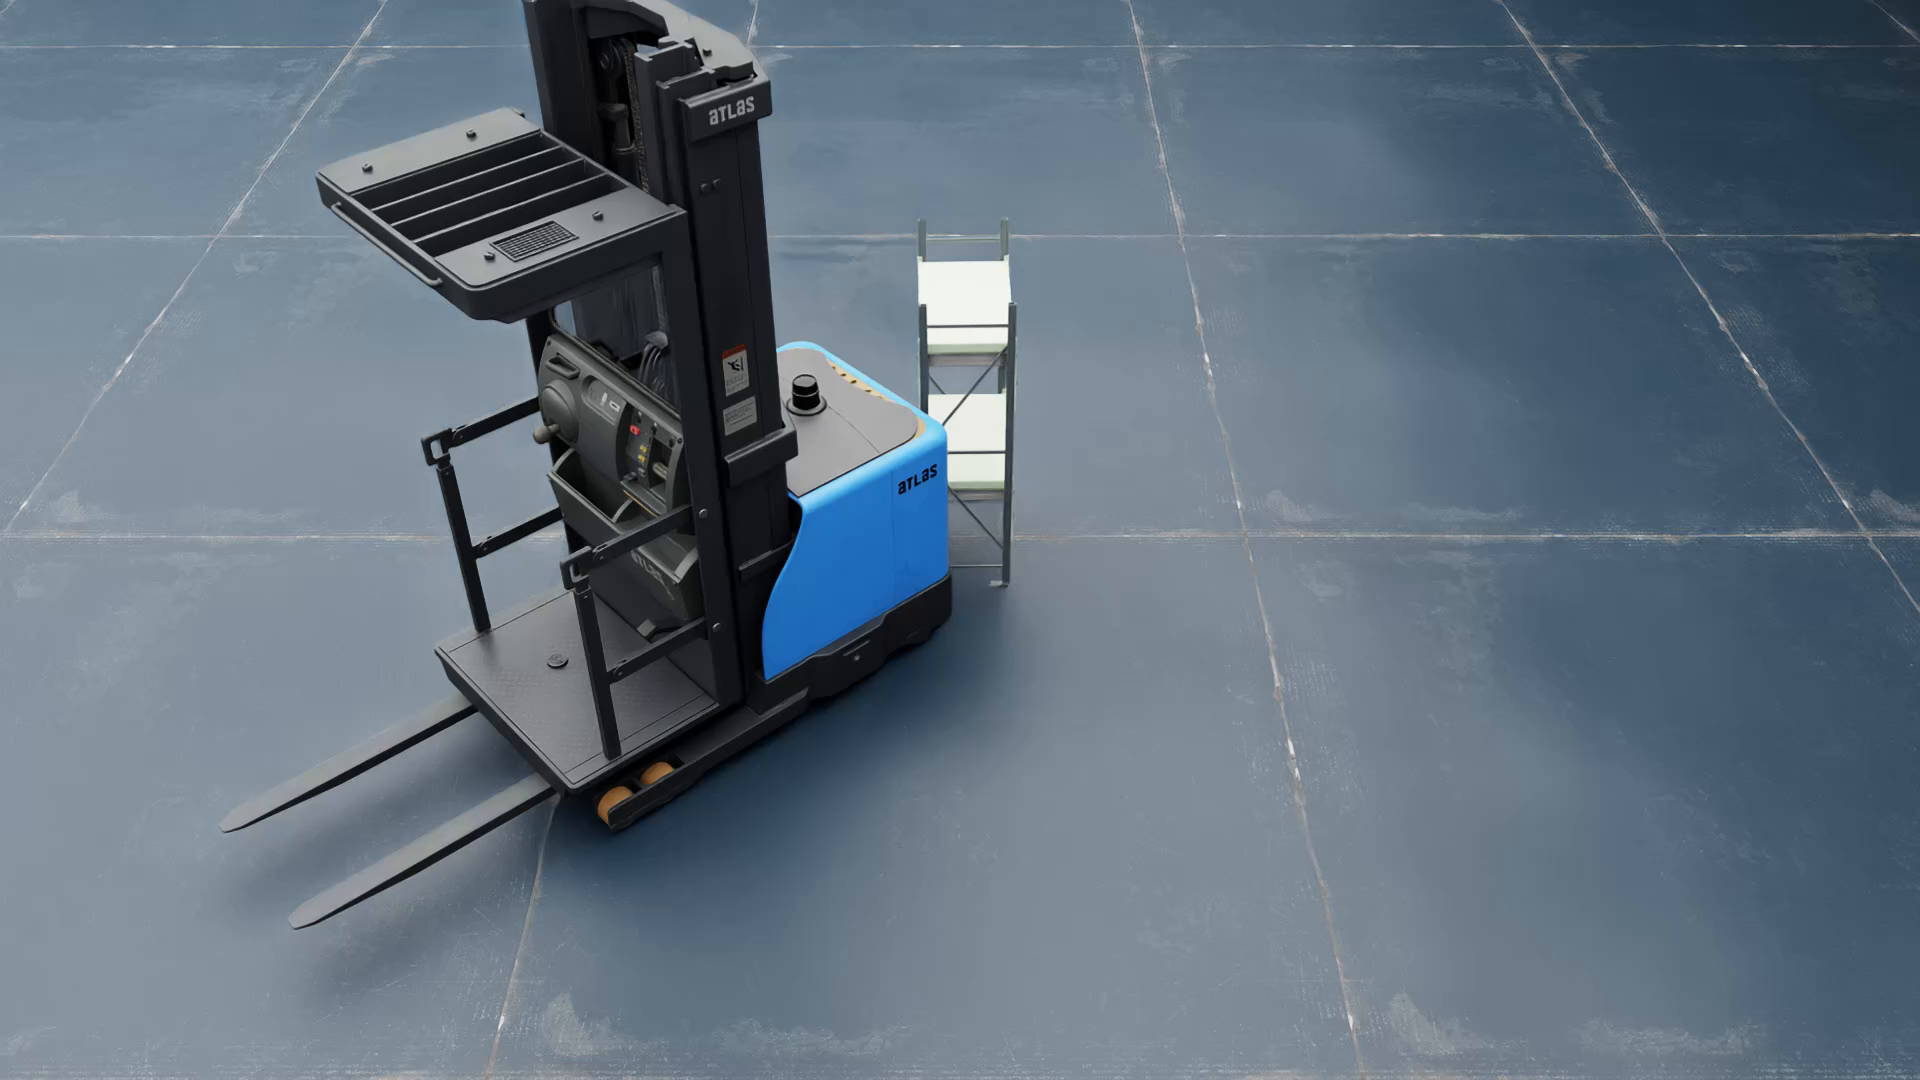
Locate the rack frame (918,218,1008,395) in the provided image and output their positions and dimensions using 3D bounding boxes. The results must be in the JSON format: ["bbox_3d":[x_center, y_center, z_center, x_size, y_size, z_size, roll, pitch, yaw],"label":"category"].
[{"bbox_3d":[0.013,-0.836,7.840,0.400,1.500,0.023,-1,39,-1],"label":"rack frame"}]

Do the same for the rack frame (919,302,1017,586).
[{"bbox_3d":[0.031,-0.379,7.269,0.400,1.500,0.023,-1,39,-1],"label":"rack frame"}]

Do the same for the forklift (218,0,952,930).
[{"bbox_3d":[-1.468,-0.375,6.120,3.031,2.935,1.130,-30,47,-32],"label":"forklift"}]

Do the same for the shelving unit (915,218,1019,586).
[{"bbox_3d":[0.022,-0.608,7.554,0.431,1.500,0.755,-1,39,-1],"label":"shelving unit"}]

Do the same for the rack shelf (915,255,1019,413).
[{"bbox_3d":[0.022,-0.912,7.310,0.431,0.370,0.720,-1,39,-1],"label":"rack shelf"}]

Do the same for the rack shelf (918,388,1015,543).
[{"bbox_3d":[0.022,-0.353,7.758,0.431,0.370,0.720,-1,39,-1],"label":"rack shelf"}]
